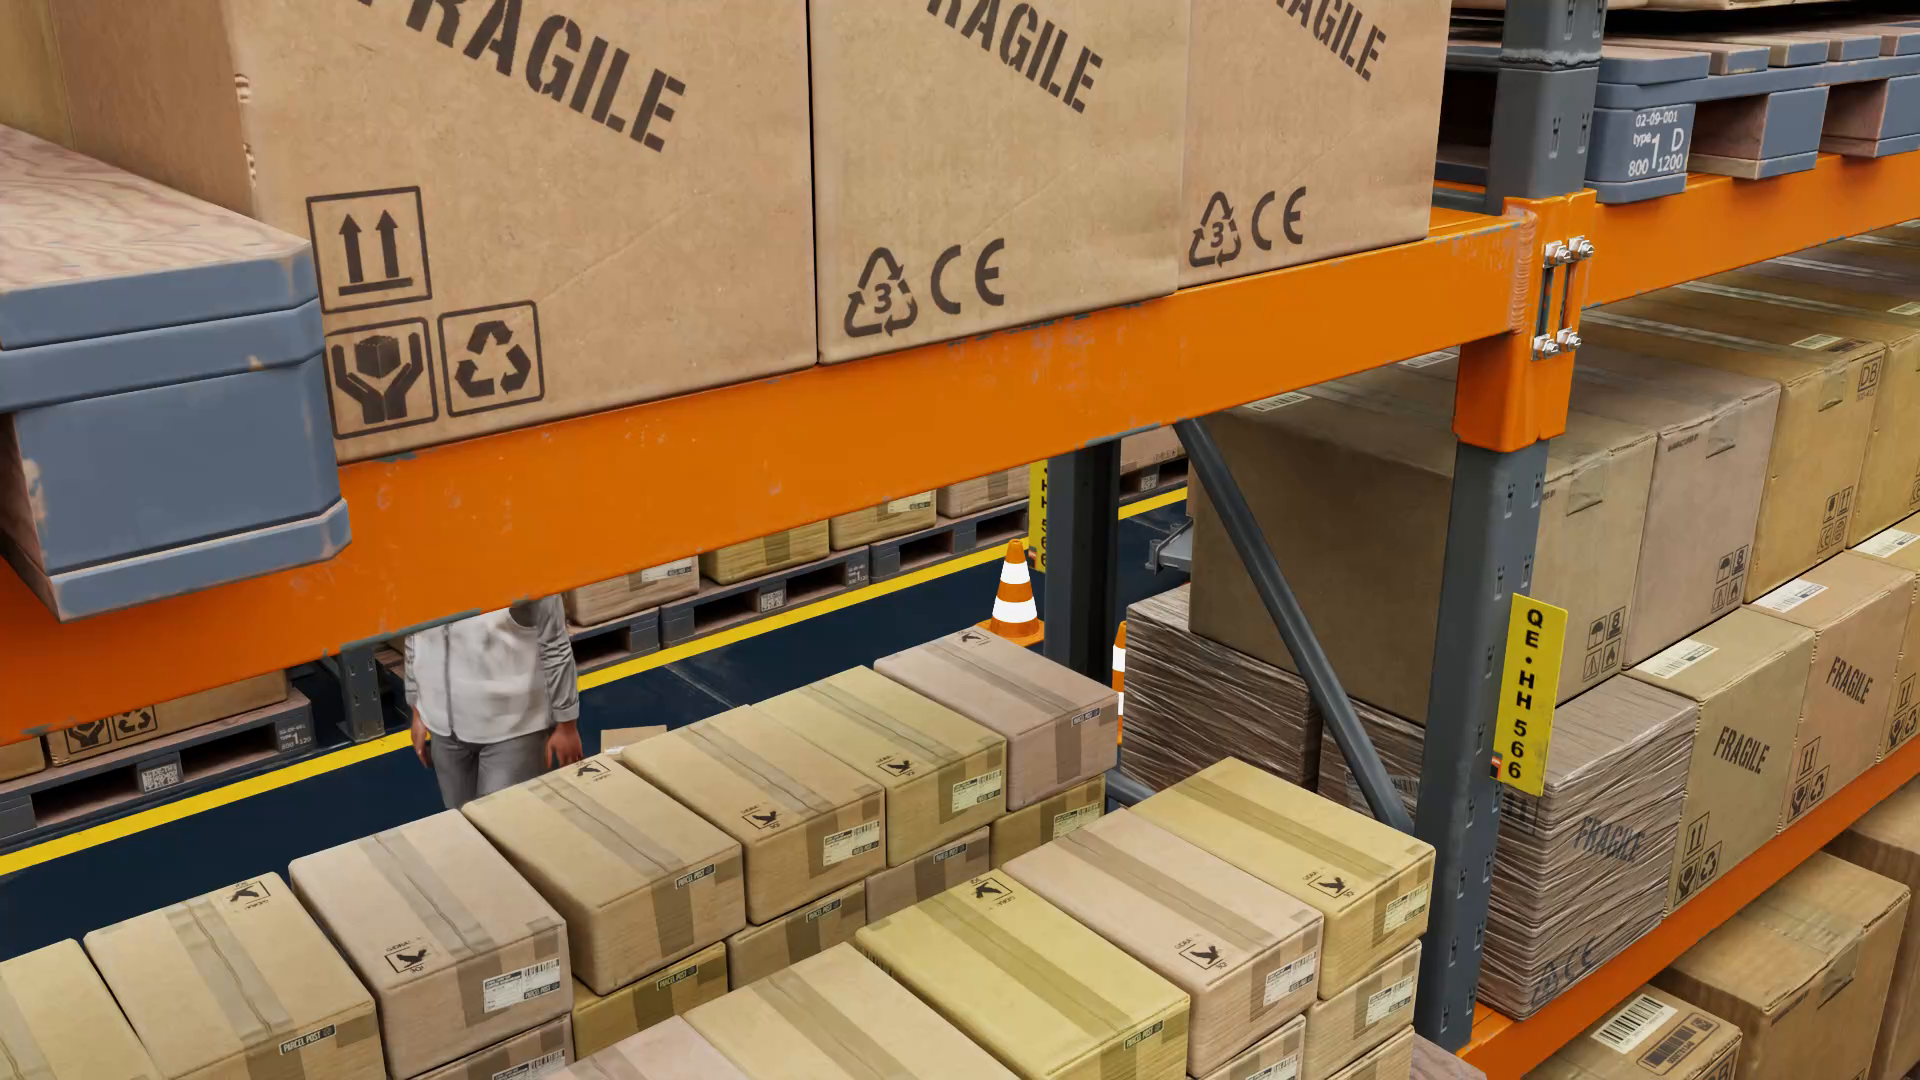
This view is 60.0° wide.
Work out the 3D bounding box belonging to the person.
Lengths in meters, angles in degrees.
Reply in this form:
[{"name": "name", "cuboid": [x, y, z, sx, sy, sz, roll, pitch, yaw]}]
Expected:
[{"name": "person", "cuboid": [-1.446, 0.561, 5.006, 0.563, 1.779, 0.448, 8, 22, 21]}]
